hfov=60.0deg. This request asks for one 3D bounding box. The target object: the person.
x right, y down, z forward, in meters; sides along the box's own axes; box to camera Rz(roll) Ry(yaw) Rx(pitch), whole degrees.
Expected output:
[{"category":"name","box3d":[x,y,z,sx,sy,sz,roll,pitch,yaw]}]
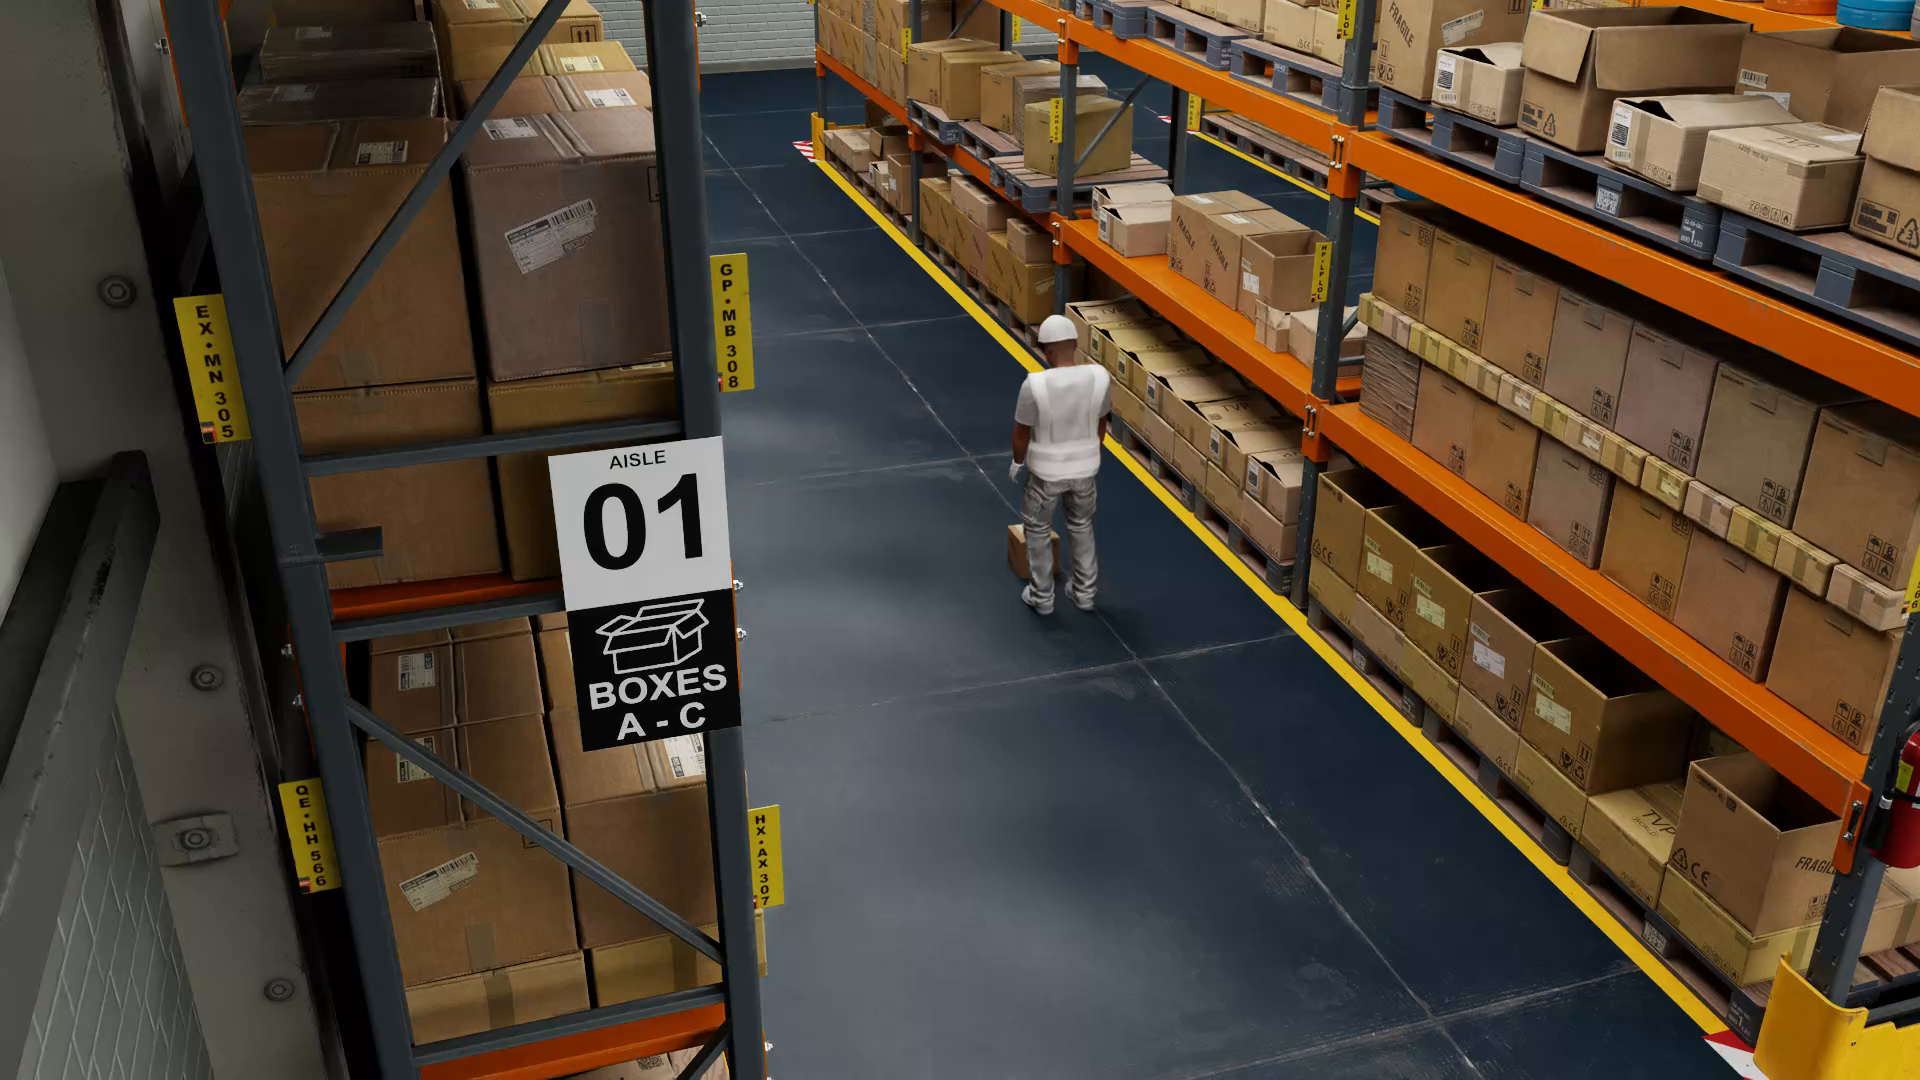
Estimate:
[{"category":"person","box3d":[0.558,-0.414,9.463,0.557,1.767,0.389,-8,27,-15]}]
